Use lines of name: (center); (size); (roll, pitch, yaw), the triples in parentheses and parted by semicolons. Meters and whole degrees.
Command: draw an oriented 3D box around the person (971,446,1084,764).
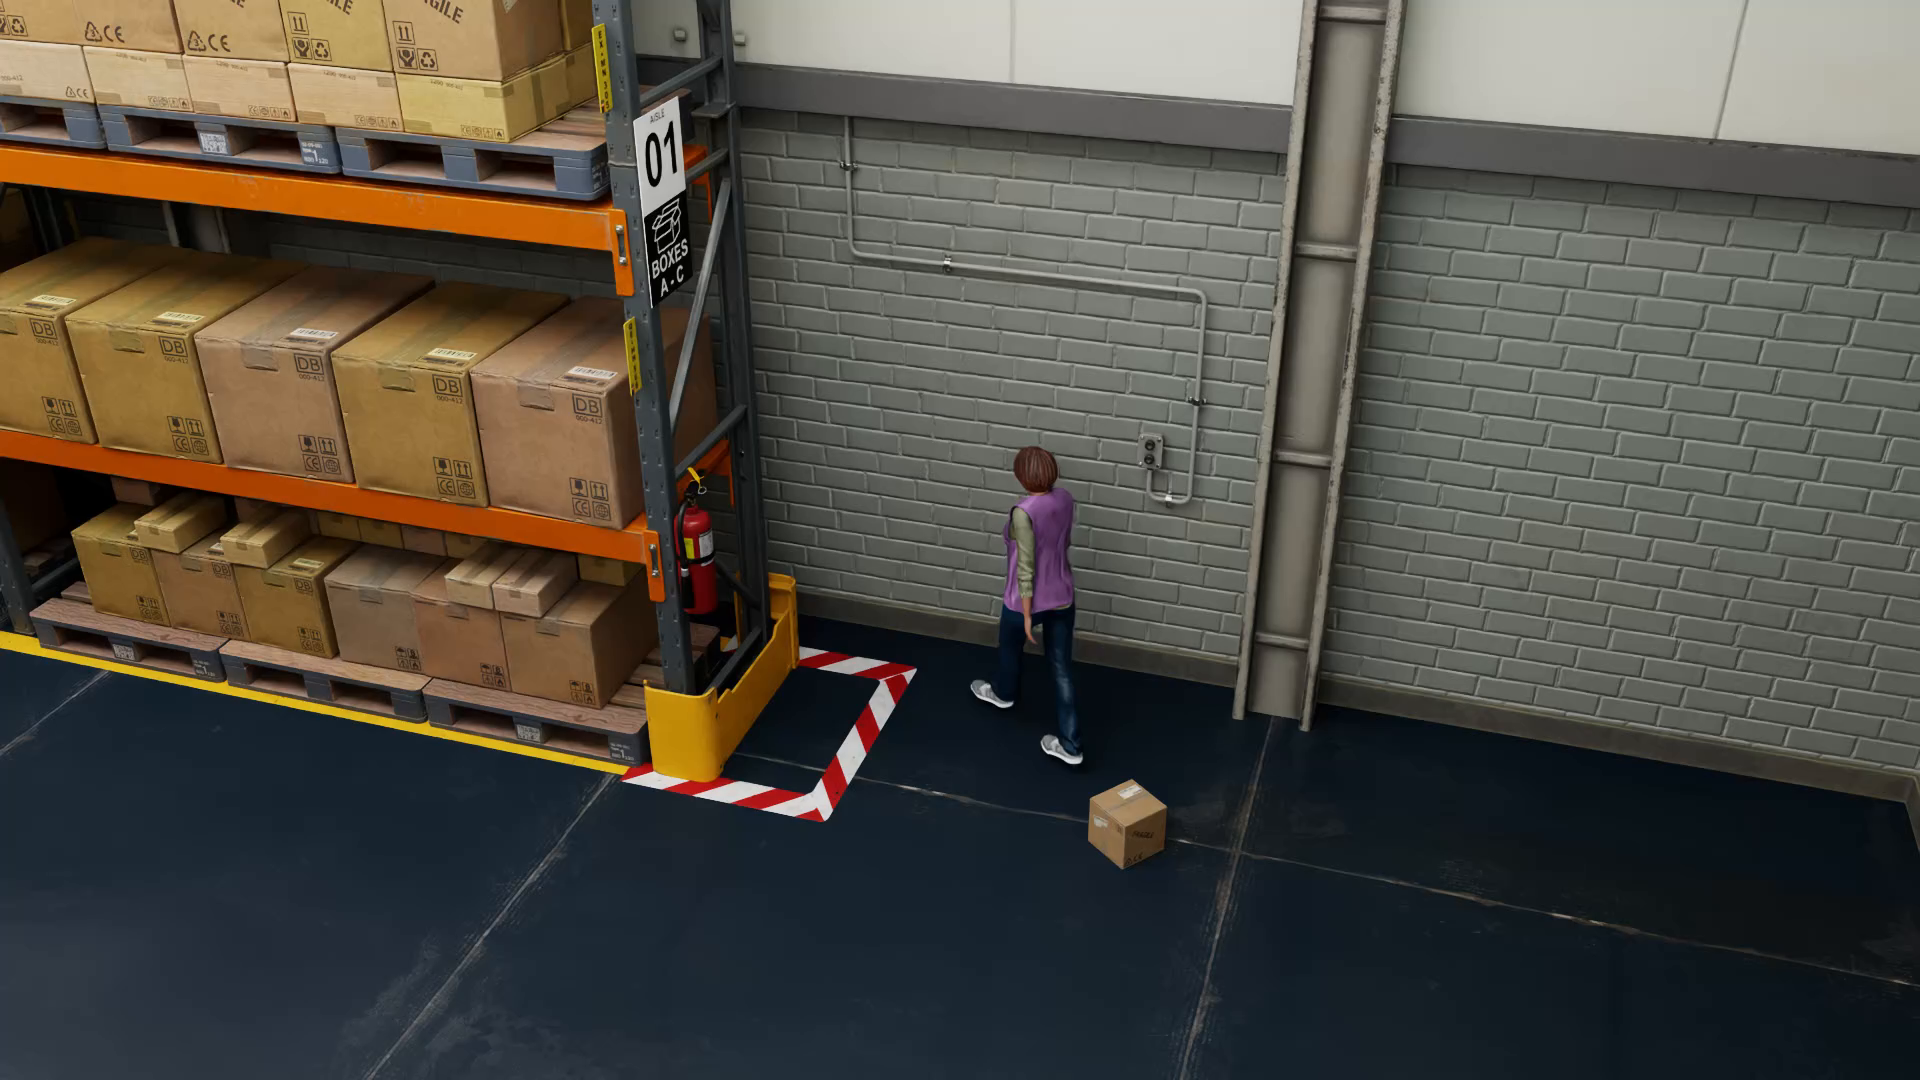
person: (0.390, 0.262, 8.036); (0.411, 1.539, 0.872); (-15, 33, -25)
